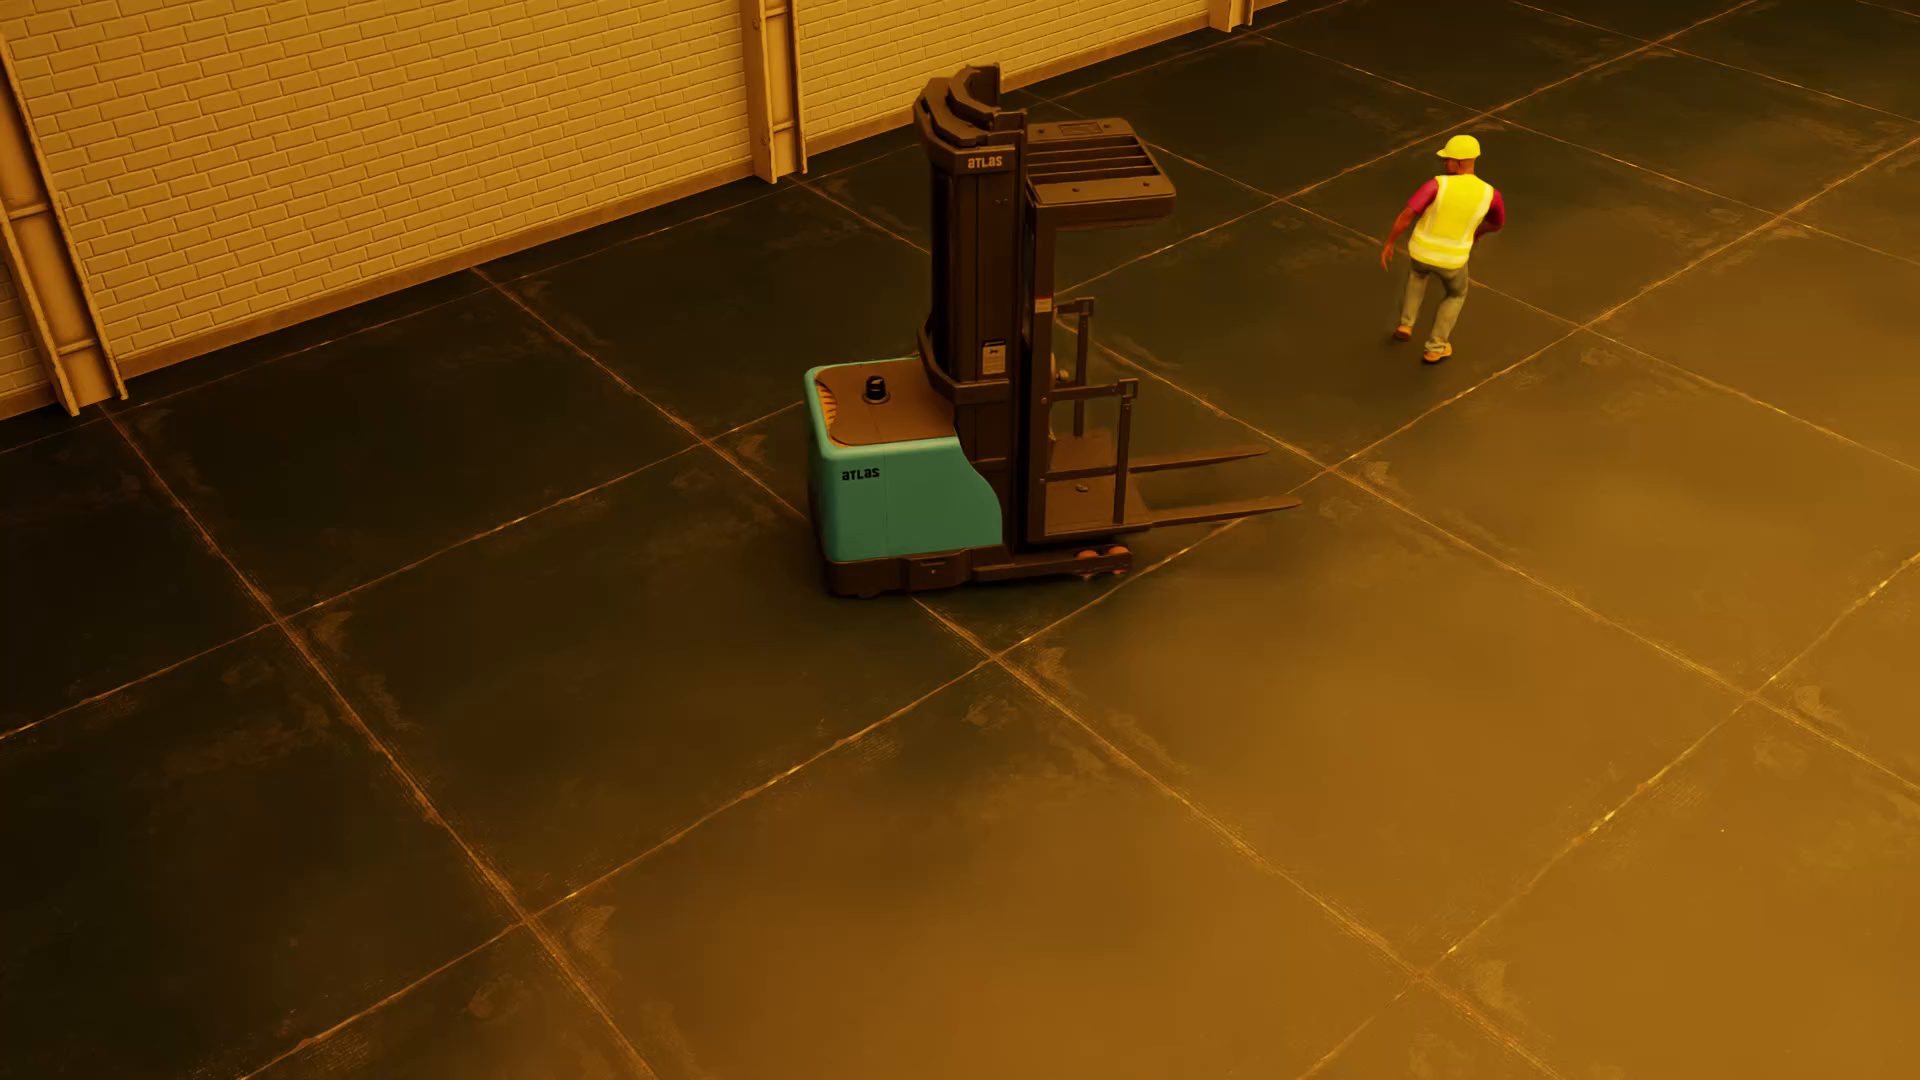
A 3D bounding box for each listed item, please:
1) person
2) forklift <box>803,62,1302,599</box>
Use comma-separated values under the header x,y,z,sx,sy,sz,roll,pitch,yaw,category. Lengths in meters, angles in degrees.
x,y,z,sx,sy,sz,roll,pitch,yaw,category
3.451,-2.074,11.920,0.753,1.714,0.753,14,39,18,person
0.601,-1.256,9.734,3.031,2.935,1.130,-7,37,-9,forklift
